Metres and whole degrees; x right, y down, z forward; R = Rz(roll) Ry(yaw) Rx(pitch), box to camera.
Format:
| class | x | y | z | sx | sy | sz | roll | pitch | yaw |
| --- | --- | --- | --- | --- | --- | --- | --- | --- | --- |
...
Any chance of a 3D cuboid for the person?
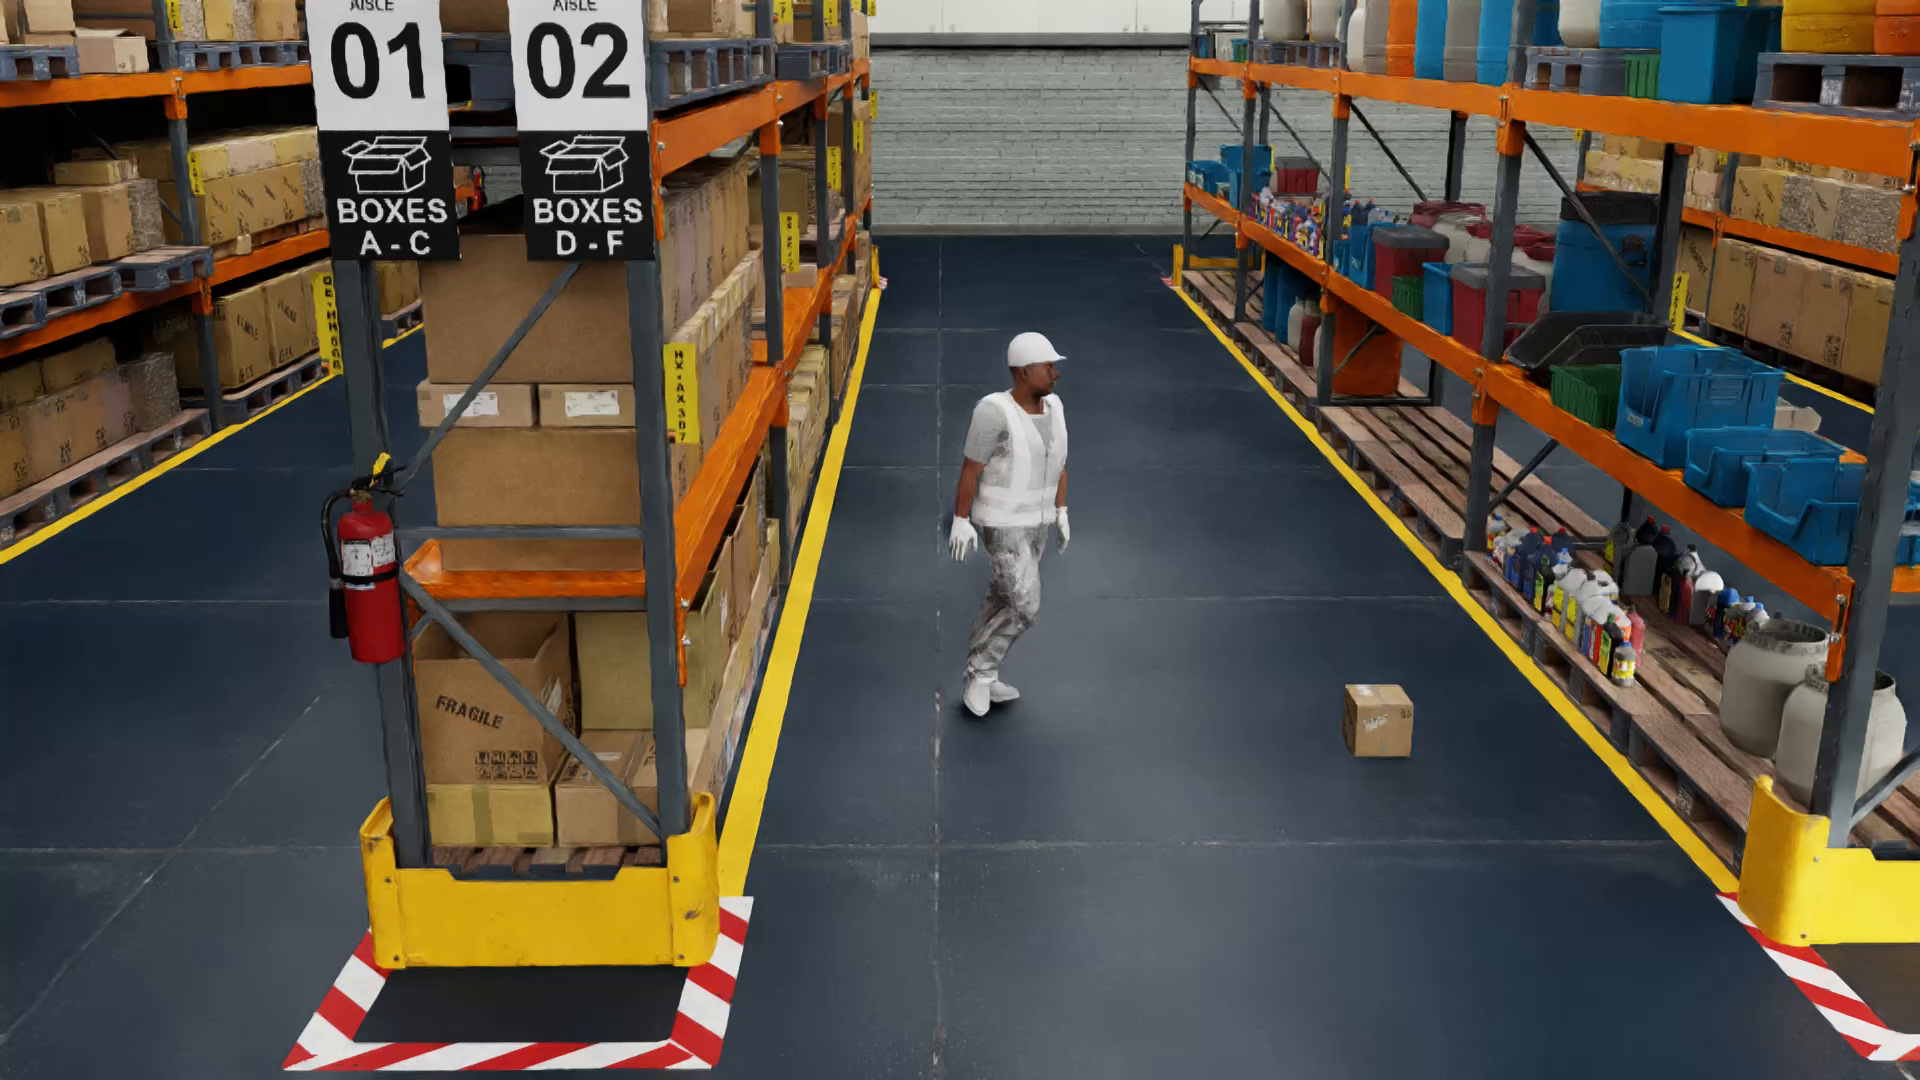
| class | x | y | z | sx | sy | sz | roll | pitch | yaw |
| --- | --- | --- | --- | --- | --- | --- | --- | --- | --- |
| person | 0.242 | -0.085 | 7.698 | 0.503 | 1.765 | 0.635 | 13 | 21 | 36 |
